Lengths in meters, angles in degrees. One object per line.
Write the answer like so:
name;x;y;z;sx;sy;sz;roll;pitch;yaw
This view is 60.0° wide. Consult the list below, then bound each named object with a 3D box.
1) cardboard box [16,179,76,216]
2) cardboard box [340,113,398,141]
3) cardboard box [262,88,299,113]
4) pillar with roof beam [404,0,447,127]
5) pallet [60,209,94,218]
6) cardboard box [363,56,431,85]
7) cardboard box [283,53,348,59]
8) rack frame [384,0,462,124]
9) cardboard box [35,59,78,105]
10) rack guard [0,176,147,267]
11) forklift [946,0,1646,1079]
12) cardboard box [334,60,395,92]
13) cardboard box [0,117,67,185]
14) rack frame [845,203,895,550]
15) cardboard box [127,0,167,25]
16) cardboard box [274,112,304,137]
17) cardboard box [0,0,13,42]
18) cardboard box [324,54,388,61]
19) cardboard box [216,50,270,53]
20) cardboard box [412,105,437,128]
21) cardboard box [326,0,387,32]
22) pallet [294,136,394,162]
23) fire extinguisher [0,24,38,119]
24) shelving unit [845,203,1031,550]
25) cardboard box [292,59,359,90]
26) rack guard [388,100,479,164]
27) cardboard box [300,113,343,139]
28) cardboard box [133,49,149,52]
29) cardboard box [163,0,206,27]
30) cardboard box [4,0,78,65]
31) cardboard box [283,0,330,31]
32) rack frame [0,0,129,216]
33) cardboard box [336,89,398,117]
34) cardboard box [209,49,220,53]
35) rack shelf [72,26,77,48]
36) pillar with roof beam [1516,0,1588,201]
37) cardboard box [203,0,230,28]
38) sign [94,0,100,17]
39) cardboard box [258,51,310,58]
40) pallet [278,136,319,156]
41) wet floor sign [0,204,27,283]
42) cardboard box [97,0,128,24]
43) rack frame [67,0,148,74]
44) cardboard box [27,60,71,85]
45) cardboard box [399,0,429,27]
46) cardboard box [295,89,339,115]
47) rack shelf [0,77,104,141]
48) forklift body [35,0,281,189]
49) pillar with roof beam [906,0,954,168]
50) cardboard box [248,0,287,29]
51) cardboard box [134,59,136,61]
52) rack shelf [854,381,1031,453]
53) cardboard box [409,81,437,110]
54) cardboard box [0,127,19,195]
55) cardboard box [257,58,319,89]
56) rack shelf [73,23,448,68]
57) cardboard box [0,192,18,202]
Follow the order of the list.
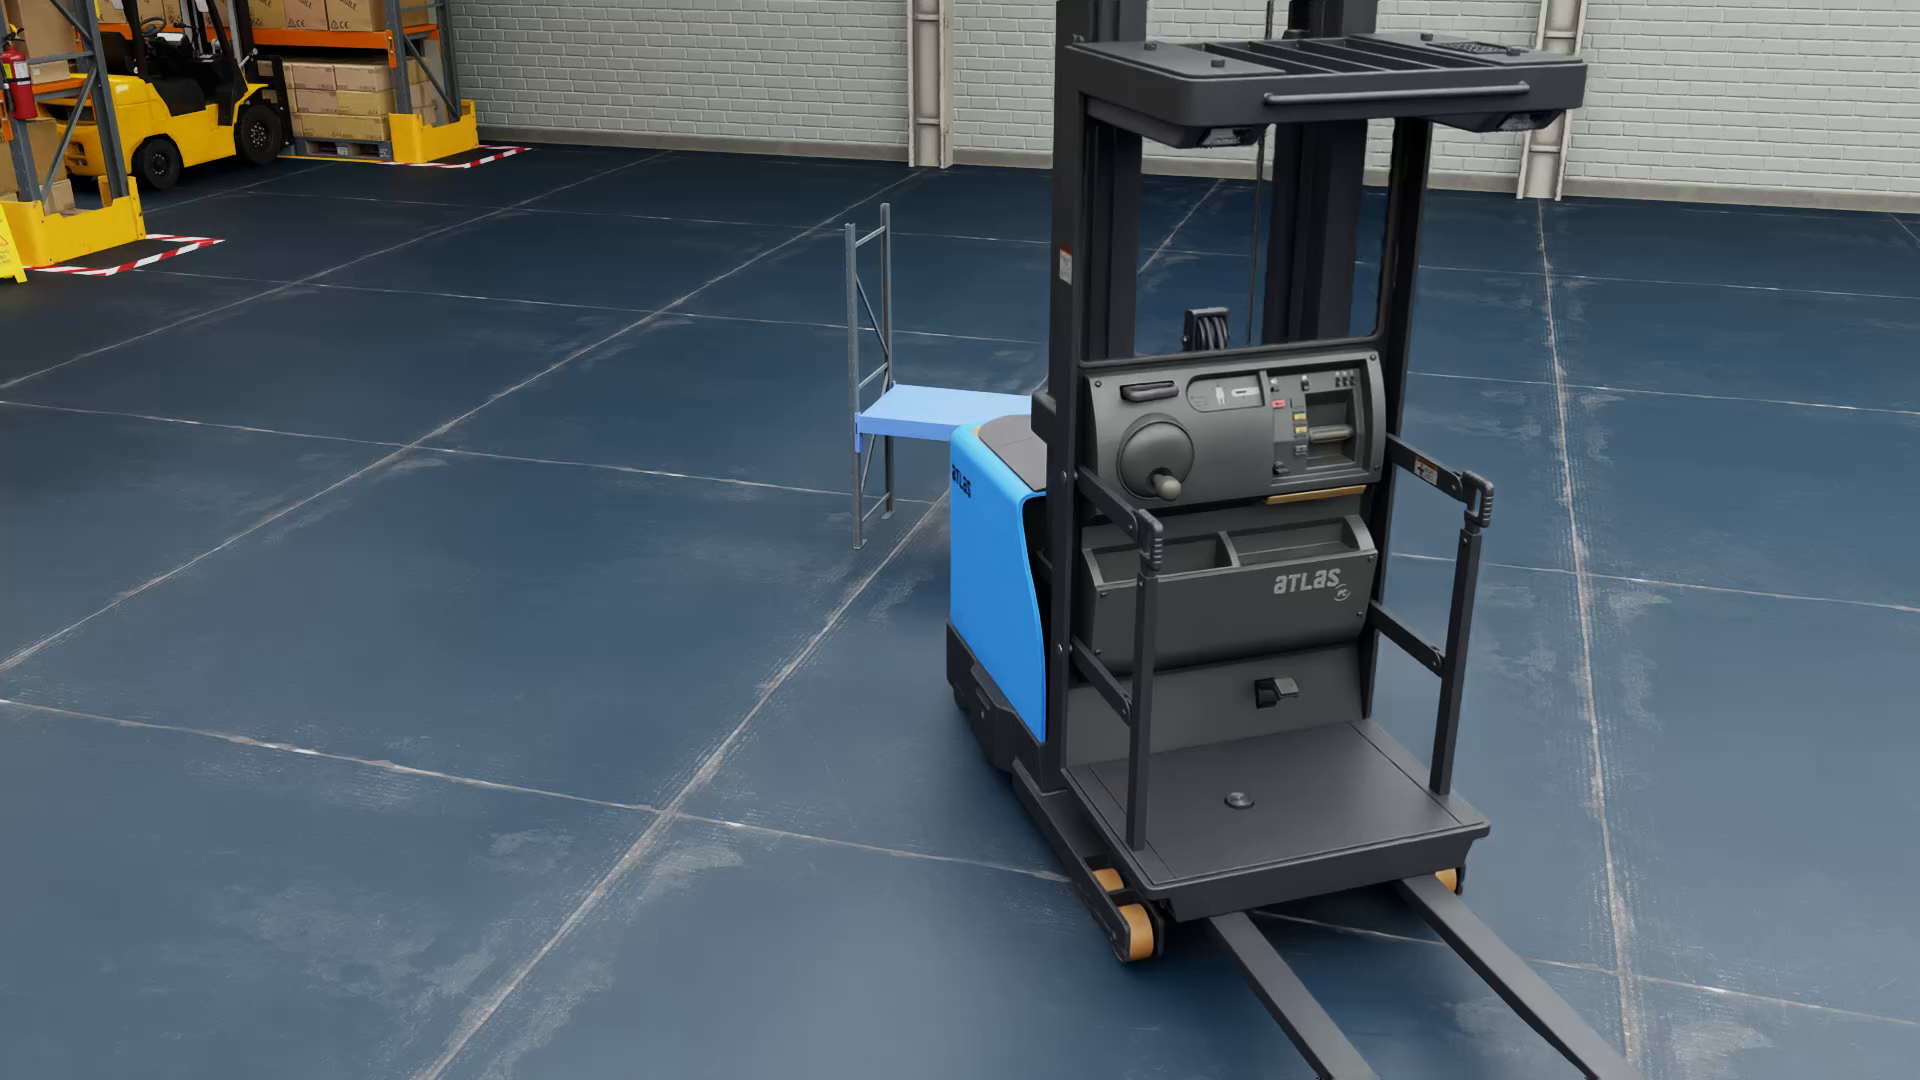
cardboard box;-7.760;-2.842;13.816;0.500;0.250;0.500;6;23;15
cardboard box;-6.179;-4.394;17.599;0.500;0.250;0.500;7;23;16
cardboard box;-7.171;-4.736;17.774;0.500;0.250;0.500;6;23;14
pillar with roof beam;-7.288;-7.150;13.344;0.400;9.000;9.100;7;23;16
pallet;-7.908;-2.551;13.711;1.213;0.211;1.003;7;23;16
cardboard box;-6.043;-5.041;17.859;0.500;0.250;0.500;6;23;15
cardboard box;-6.998;-5.153;18.133;0.500;0.250;0.500;6;23;15
rack frame;-5.638;-5.535;17.311;0.127;3.000;1.000;7;23;16
cardboard box;-9.970;-5.122;18.880;0.625;0.625;0.875;8;24;18
rack guard;-7.141;-2.583;13.408;0.348;0.500;1.175;7;23;16
forklift;0.884;-0.309;4.661;1.130;2.935;3.031;-7;23;-16
cardboard box;-6.169;-4.857;17.410;0.500;0.250;0.500;7;23;17
cardboard box;-7.783;-3.191;13.679;0.500;0.500;0.500;6;23;14
rack frame;-0.405;-0.740;7.598;0.032;1.500;0.500;7;23;16
cardboard box;-8.614;-5.825;17.886;0.500;0.500;0.500;7;23;16
cardboard box;-7.129;-4.510;17.882;0.500;0.250;0.500;7;23;16
cardboard box;-7.667;-3.874;12.739;0.500;0.500;0.500;6;23;15
cardboard box;-6.523;-5.095;17.990;0.500;0.250;0.500;7;23;16
cardboard box;-7.970;-5.264;18.403;0.500;0.250;0.500;7;23;16
cardboard box;-6.051;-4.582;18.057;0.500;0.250;0.500;7;23;16
cardboard box;-6.185;-5.540;17.191;0.500;0.500;0.500;6;23;14
pallet;-6.382;-4.313;18.007;1.213;0.211;1.003;7;23;16
fire extinguisher;-7.092;-3.515;12.489;0.183;0.674;0.296;7;23;16
shelving unit;0.082;-0.685;7.463;1.048;1.500;0.538;7;23;16
cardboard box;-6.659;-4.911;17.541;0.500;0.250;0.500;7;23;16
rack guard;-5.615;-4.376;17.779;0.348;0.500;1.175;7;23;16
cardboard box;-6.652;-4.452;17.740;0.500;0.250;0.500;7;23;15
cardboard box;-8.940;-5.374;18.672;0.500;0.250;0.500;7;23;17
cardboard box;-8.129;-5.770;17.752;0.500;0.500;0.500;6;23;15
cardboard box;-7.441;-4.068;13.210;0.500;0.500;0.500;6;23;15
cardboard box;-6.679;-5.600;17.338;0.500;0.500;0.500;7;23;17
rack frame;-7.068;-3.731;12.913;0.127;3.000;1.000;7;23;16
cardboard box;-6.194;-4.628;17.511;0.500;0.250;0.500;6;23;15
cardboard box;-8.451;-5.324;18.550;0.500;0.250;0.500;6;23;15
rack shelf;-11.382;-5.860;19.051;4.000;0.370;1.077;7;23;16
pillar with roof beam;4.201;-5.835;10.137;0.400;9.000;9.100;7;23;16
cardboard box;-7.654;-5.707;17.599;0.500;0.500;0.500;7;23;16
sign;-6.911;-4.329;13.230;0.005;0.325;0.100;7;23;16
cardboard box;-7.487;-5.212;18.276;0.500;0.250;0.500;6;23;14
pallet;-7.546;-4.448;18.335;1.213;0.211;1.003;7;23;15
wet floor sign;-7.195;-2.232;12.361;0.232;0.644;0.267;16;27;34
cardboard box;-9.118;-5.876;18.011;0.500;0.500;0.500;6;23;14
rack frame;-9.467;-5.973;18.380;0.127;3.000;1.000;7;23;16
cardboard box;-7.333;-3.727;13.235;0.250;0.149;0.380;7;23;16
cardboard box;-6.032;-5.736;17.670;0.500;0.500;0.500;7;23;17
cardboard box;-6.671;-4.687;17.655;0.500;0.250;0.500;6;23;15
rack shelf;-8.983;-3.617;13.584;4.000;0.370;1.077;7;23;16
forklift body;-7.980;-4.687;16.363;1.214;2.155;2.313;7;23;16
pillar with roof beam;-1.543;-6.492;11.740;0.400;9.000;9.100;7;23;16
cardboard box;-7.169;-5.656;17.474;0.500;0.500;0.500;6;23;14
cardboard box;-8.608;-5.131;18.079;0.500;0.250;0.500;7;23;16
rack shelf;0.082;-0.518;7.531;1.000;0.185;0.538;7;23;16
cardboard box;-6.028;-4.815;17.968;0.500;0.250;0.500;7;23;16
cardboard box;-7.910;-2.993;13.196;0.500;0.500;0.500;7;23;16
cardboard box;-7.145;-4.962;17.667;0.500;0.250;0.500;7;23;16
rack shelf;-7.552;-5.421;17.982;4.000;0.370;1.077;7;23;16
cardboard box;-7.943;-2.647;13.339;0.500;0.250;0.500;6;23;15
